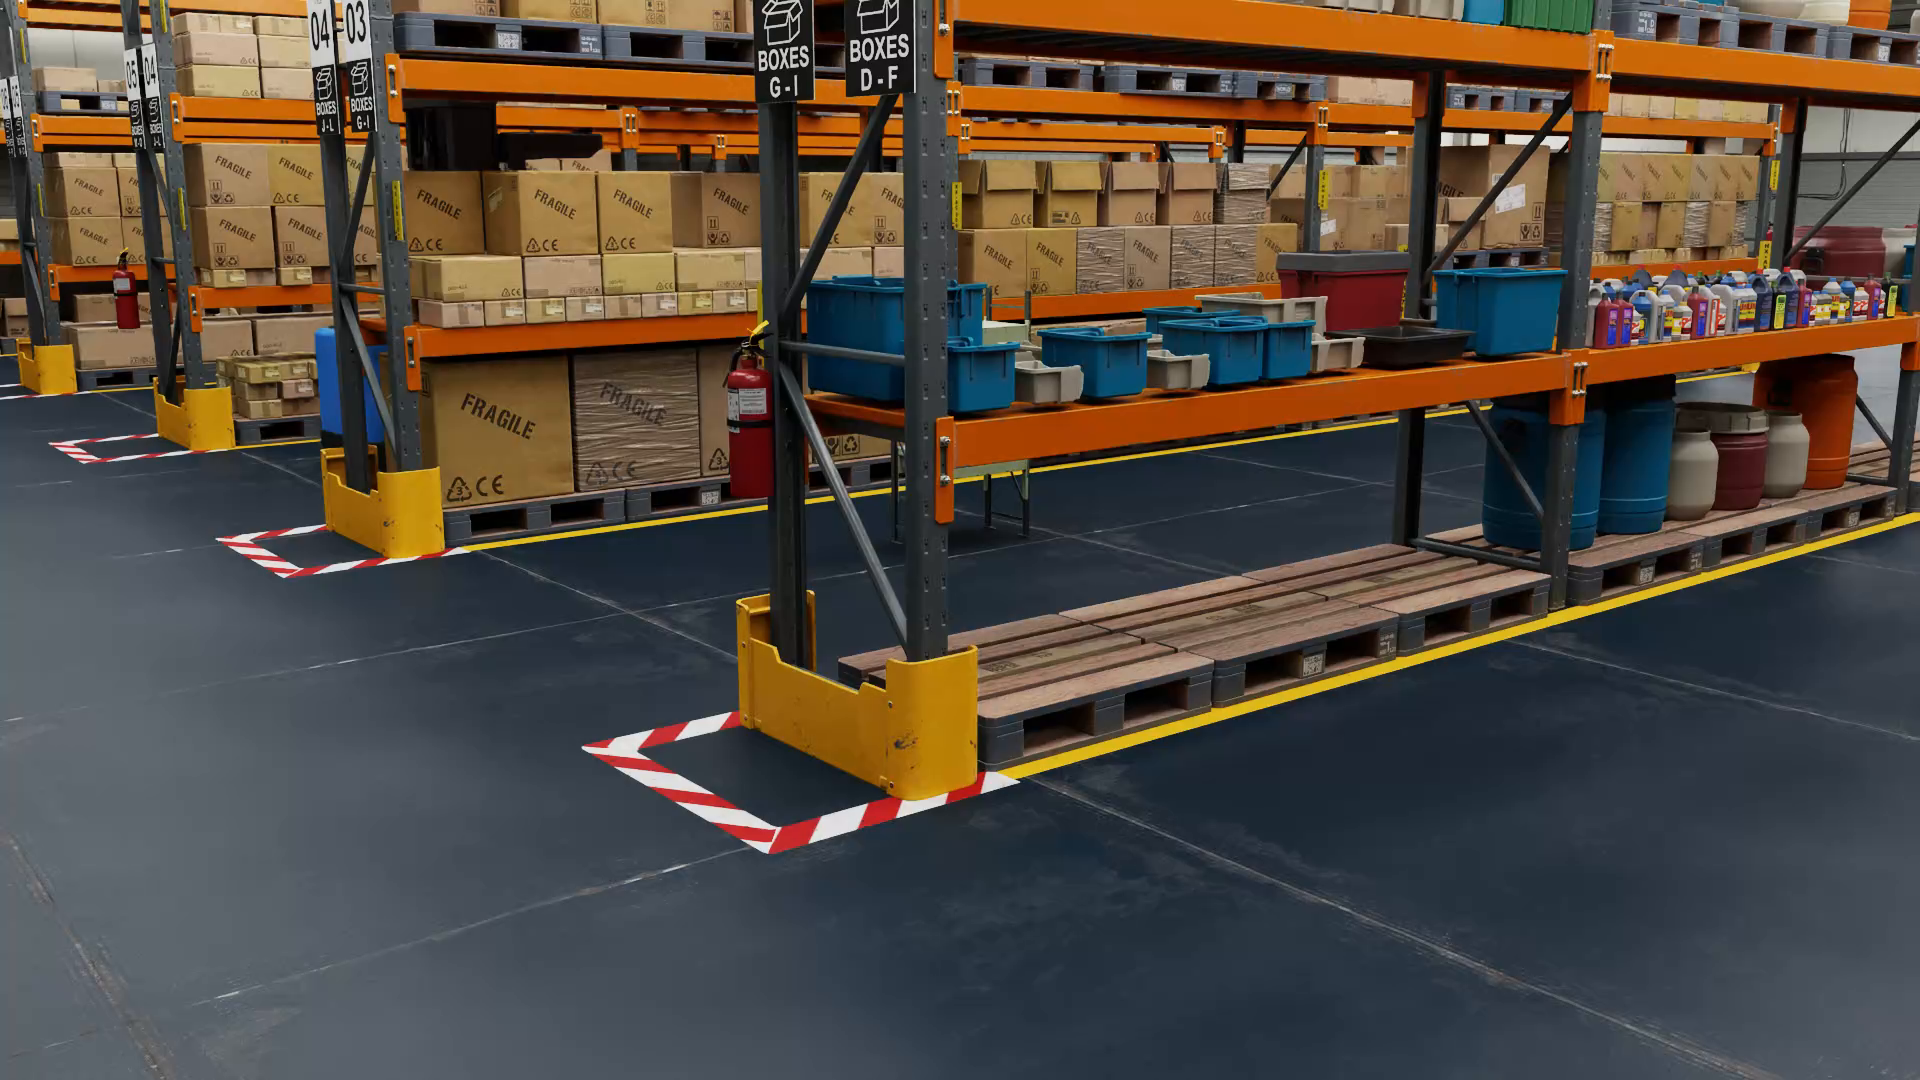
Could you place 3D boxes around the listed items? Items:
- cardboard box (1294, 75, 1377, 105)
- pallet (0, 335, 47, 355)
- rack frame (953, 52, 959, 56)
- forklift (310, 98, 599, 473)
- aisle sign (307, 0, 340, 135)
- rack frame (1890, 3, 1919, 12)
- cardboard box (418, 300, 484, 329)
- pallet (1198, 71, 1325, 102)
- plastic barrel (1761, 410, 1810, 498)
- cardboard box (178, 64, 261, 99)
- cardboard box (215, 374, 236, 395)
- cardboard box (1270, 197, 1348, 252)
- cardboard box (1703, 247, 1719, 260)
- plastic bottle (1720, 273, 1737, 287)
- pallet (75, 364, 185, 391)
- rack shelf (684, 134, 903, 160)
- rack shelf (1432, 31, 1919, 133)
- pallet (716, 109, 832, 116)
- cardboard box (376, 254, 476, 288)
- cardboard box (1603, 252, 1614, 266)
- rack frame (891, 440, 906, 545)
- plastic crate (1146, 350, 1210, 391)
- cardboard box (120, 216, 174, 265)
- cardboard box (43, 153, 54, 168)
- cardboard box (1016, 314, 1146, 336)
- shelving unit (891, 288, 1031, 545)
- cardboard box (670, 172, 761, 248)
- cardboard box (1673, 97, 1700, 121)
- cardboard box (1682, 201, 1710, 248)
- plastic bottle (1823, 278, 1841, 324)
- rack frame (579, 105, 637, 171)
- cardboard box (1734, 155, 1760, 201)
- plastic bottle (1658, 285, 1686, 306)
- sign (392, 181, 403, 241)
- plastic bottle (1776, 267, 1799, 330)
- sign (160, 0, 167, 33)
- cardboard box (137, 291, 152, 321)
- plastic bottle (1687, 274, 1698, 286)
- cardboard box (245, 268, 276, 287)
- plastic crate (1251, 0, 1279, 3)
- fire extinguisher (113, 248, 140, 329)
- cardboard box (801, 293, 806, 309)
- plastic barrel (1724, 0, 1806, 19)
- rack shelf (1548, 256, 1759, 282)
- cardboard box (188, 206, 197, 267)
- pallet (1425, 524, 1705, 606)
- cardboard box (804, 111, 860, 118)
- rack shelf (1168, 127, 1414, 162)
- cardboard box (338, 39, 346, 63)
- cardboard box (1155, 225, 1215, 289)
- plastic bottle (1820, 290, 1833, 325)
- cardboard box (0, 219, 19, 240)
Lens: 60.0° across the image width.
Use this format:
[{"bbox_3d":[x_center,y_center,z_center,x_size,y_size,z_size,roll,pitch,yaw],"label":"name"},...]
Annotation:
[{"bbox_3d":[3.279,-3.925,14.530,0.500,0.250,0.500,-9,15,-37],"label":"cardboard box"},{"bbox_3d":[-12.108,-2.634,22.027,1.213,0.211,1.003,-9,15,-38],"label":"pallet"},{"bbox_3d":[-0.371,-4.927,11.666,0.127,3.000,1.000,-9,15,-38],"label":"rack frame"},{"bbox_3d":[-3.423,-2.094,12.934,3.031,2.935,1.130,-10,16,-39],"label":"forklift"},{"bbox_3d":[-3.738,-2.784,9.760,0.004,0.787,0.394,-9,15,-38],"label":"aisle sign"},{"bbox_3d":[5.847,-4.642,10.327,0.127,3.000,1.000,-9,15,-38],"label":"rack frame"},{"bbox_3d":[-3.011,-1.343,9.836,0.250,0.149,0.380,-9,15,-37],"label":"cardboard box"},{"bbox_3d":[2.283,-3.794,14.007,1.003,0.211,1.213,-9,15,-35],"label":"pallet"},{"bbox_3d":[5.090,-0.542,10.440,0.421,0.512,0.421,0,12,0],"label":"plastic barrel"},{"bbox_3d":[-6.004,-3.701,13.478,0.500,0.250,0.500,-9,15,-36],"label":"cardboard box"},{"bbox_3d":[-6.280,-1.362,14.457,0.250,0.149,0.380,-10,16,-39],"label":"cardboard box"},{"bbox_3d":[3.149,-2.842,15.040,0.500,0.500,0.500,11,16,43],"label":"cardboard box"},{"bbox_3d":[8.342,-3.253,18.831,0.250,0.149,0.380,-9,15,-38],"label":"cardboard box"},{"bbox_3d":[4.876,-1.561,10.567,0.097,0.271,0.097,0,12,0],"label":"plastic bottle"},{"bbox_3d":[-9.110,-1.833,18.252,1.213,0.211,1.003,-9,15,-38],"label":"pallet"},{"bbox_3d":[-1.877,-5.493,23.288,4.000,0.370,1.077,-9,15,-38],"label":"rack shelf"},{"bbox_3d":[4.285,-2.564,9.491,4.000,0.370,1.077,-9,15,-38],"label":"rack shelf"},{"bbox_3d":[-2.034,-4.383,16.779,1.003,0.211,1.213,-9,15,-38],"label":"pallet"},{"bbox_3d":[-3.282,-1.651,10.328,0.500,0.250,0.500,-10,15,-39],"label":"cardboard box"},{"bbox_3d":[6.613,-2.954,17.422,0.250,0.149,0.380,-9,15,-38],"label":"cardboard box"},{"bbox_3d":[-0.281,-0.687,9.753,0.023,1.500,0.400,-9,15,-38],"label":"rack frame"},{"bbox_3d":[0.830,-0.665,6.529,0.298,0.136,0.250,-9,15,-38],"label":"plastic crate"},{"bbox_3d":[-8.753,-3.215,17.808,0.500,0.500,0.500,-10,15,-38],"label":"cardboard box"},{"bbox_3d":[-9.530,-4.015,17.605,0.250,0.149,0.380,-9,15,-37],"label":"cardboard box"},{"bbox_3d":[0.814,-1.361,13.419,0.875,0.875,1.225,-10,16,-40],"label":"cardboard box"},{"bbox_3d":[0.005,-0.735,9.977,0.755,1.500,0.431,-9,15,-38],"label":"shelving unit"},{"bbox_3d":[-1.697,-2.279,11.482,0.500,0.500,0.500,-10,16,-39],"label":"cardboard box"},{"bbox_3d":[7.599,-4.643,17.912,0.500,0.250,0.500,-10,15,-39],"label":"cardboard box"},{"bbox_3d":[7.820,-3.535,18.596,0.500,0.500,0.875,-9,15,-38],"label":"cardboard box"},{"bbox_3d":[5.212,-1.431,9.955,0.097,0.271,0.097,0,12,0],"label":"plastic bottle"},{"bbox_3d":[-3.390,-2.810,16.139,0.127,3.000,1.000,-9,15,-38],"label":"rack frame"},{"bbox_3d":[8.724,-4.121,18.952,0.500,0.500,0.500,-9,15,-38],"label":"cardboard box"},{"bbox_3d":[3.951,-1.271,9.192,0.135,0.276,0.152,-9,15,-38],"label":"plastic bottle"},{"bbox_3d":[-3.152,-1.845,9.319,0.005,0.325,0.100,-9,15,-38],"label":"sign"},{"bbox_3d":[4.755,-1.400,9.618,0.185,0.351,0.144,-9,15,-38],"label":"plastic bottle"},{"bbox_3d":[-6.175,-4.098,12.878,0.005,0.325,0.100,-9,15,-38],"label":"sign"},{"bbox_3d":[-11.085,-3.089,22.460,0.500,0.500,0.500,-9,15,-37],"label":"cardboard box"},{"bbox_3d":[4.554,-1.523,10.391,0.097,0.271,0.097,0,12,0],"label":"plastic bottle"},{"bbox_3d":[-5.883,-2.196,13.856,0.250,0.149,0.380,-9,15,-36],"label":"cardboard box"},{"bbox_3d":[0.965,-2.260,6.480,0.767,0.338,0.504,-9,15,-38],"label":"plastic crate"},{"bbox_3d":[-6.999,-2.113,13.940,0.183,0.674,0.296,-9,15,-38],"label":"fire extinguisher"},{"bbox_3d":[-1.208,-1.643,11.249,0.250,0.149,0.380,-9,15,-37],"label":"cardboard box"},{"bbox_3d":[4.556,-3.193,9.382,0.433,0.535,0.433,0,12,0],"label":"plastic barrel"},{"bbox_3d":[7.438,-2.938,18.474,4.000,0.370,1.077,-9,15,-38],"label":"rack shelf"},{"bbox_3d":[-6.324,-2.585,14.125,0.500,0.500,0.500,-9,15,-37],"label":"cardboard box"},{"bbox_3d":[3.352,0.082,9.235,1.213,0.211,1.003,-9,15,-38],"label":"pallet"},{"bbox_3d":[-1.330,-4.598,17.101,0.500,0.500,0.500,-9,15,-38],"label":"cardboard box"},{"bbox_3d":[4.418,-5.223,22.013,4.000,0.370,1.077,-9,15,-38],"label":"rack shelf"},{"bbox_3d":[-5.200,-4.075,14.036,0.500,0.250,0.500,-9,15,-37],"label":"cardboard box"},{"bbox_3d":[1.726,-2.324,13.612,0.500,0.500,0.500,-10,16,-39],"label":"cardboard box"},{"bbox_3d":[5.136,-1.384,9.903,0.097,0.201,0.097,0,12,0],"label":"plastic bottle"},{"bbox_3d":[-12.266,-3.972,21.259,0.500,0.250,0.500,-9,15,-37],"label":"cardboard box"}]
